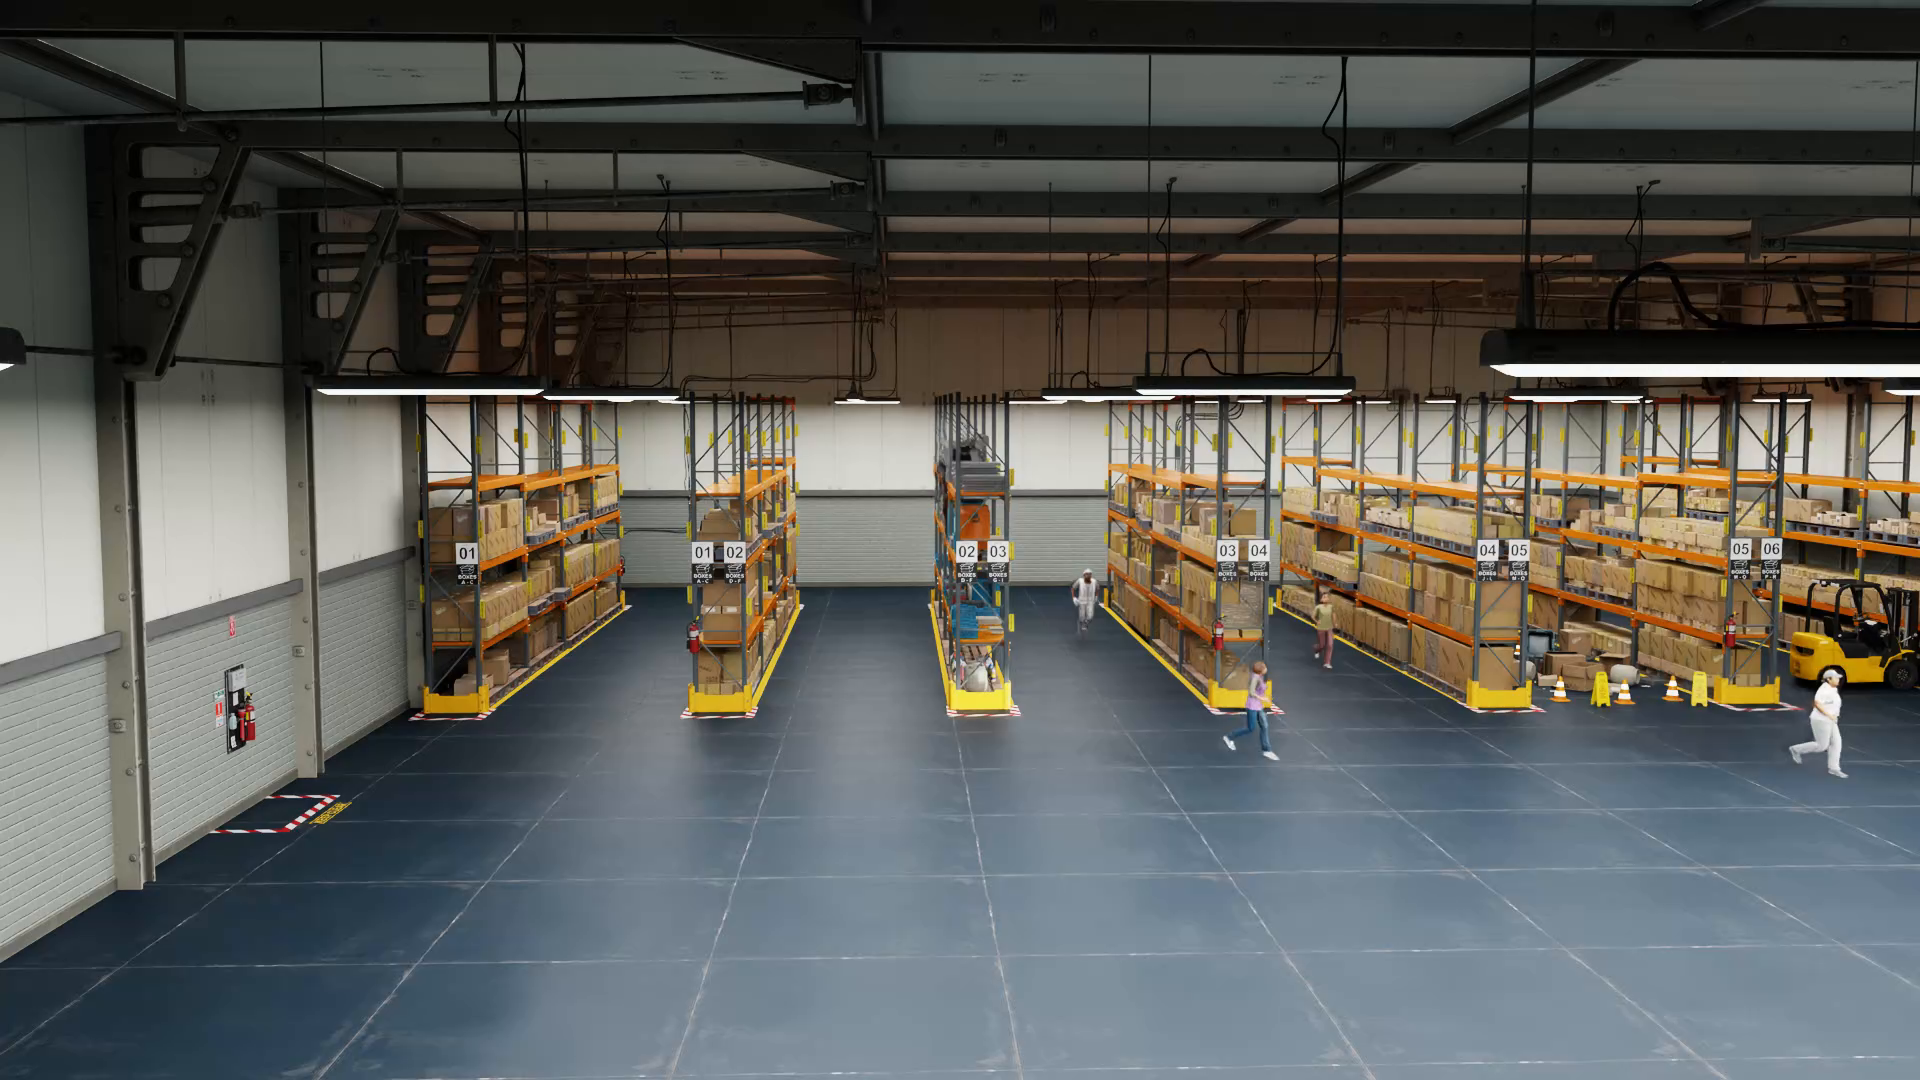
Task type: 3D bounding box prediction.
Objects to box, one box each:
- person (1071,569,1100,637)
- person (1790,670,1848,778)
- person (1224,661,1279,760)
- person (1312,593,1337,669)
[{"bbox_3d":[3.067,1.535,40.355,0.695,1.694,0.599,-1,5,-10],"label":"person"},{"bbox_3d":[13.457,2.840,25.968,0.851,1.659,0.631,4,6,42],"label":"person"},{"bbox_3d":[4.766,2.760,27.110,0.919,1.592,0.564,2,5,22],"label":"person"},{"bbox_3d":[8.050,1.976,36.661,0.593,1.640,0.875,-1,5,-7],"label":"person"}]
